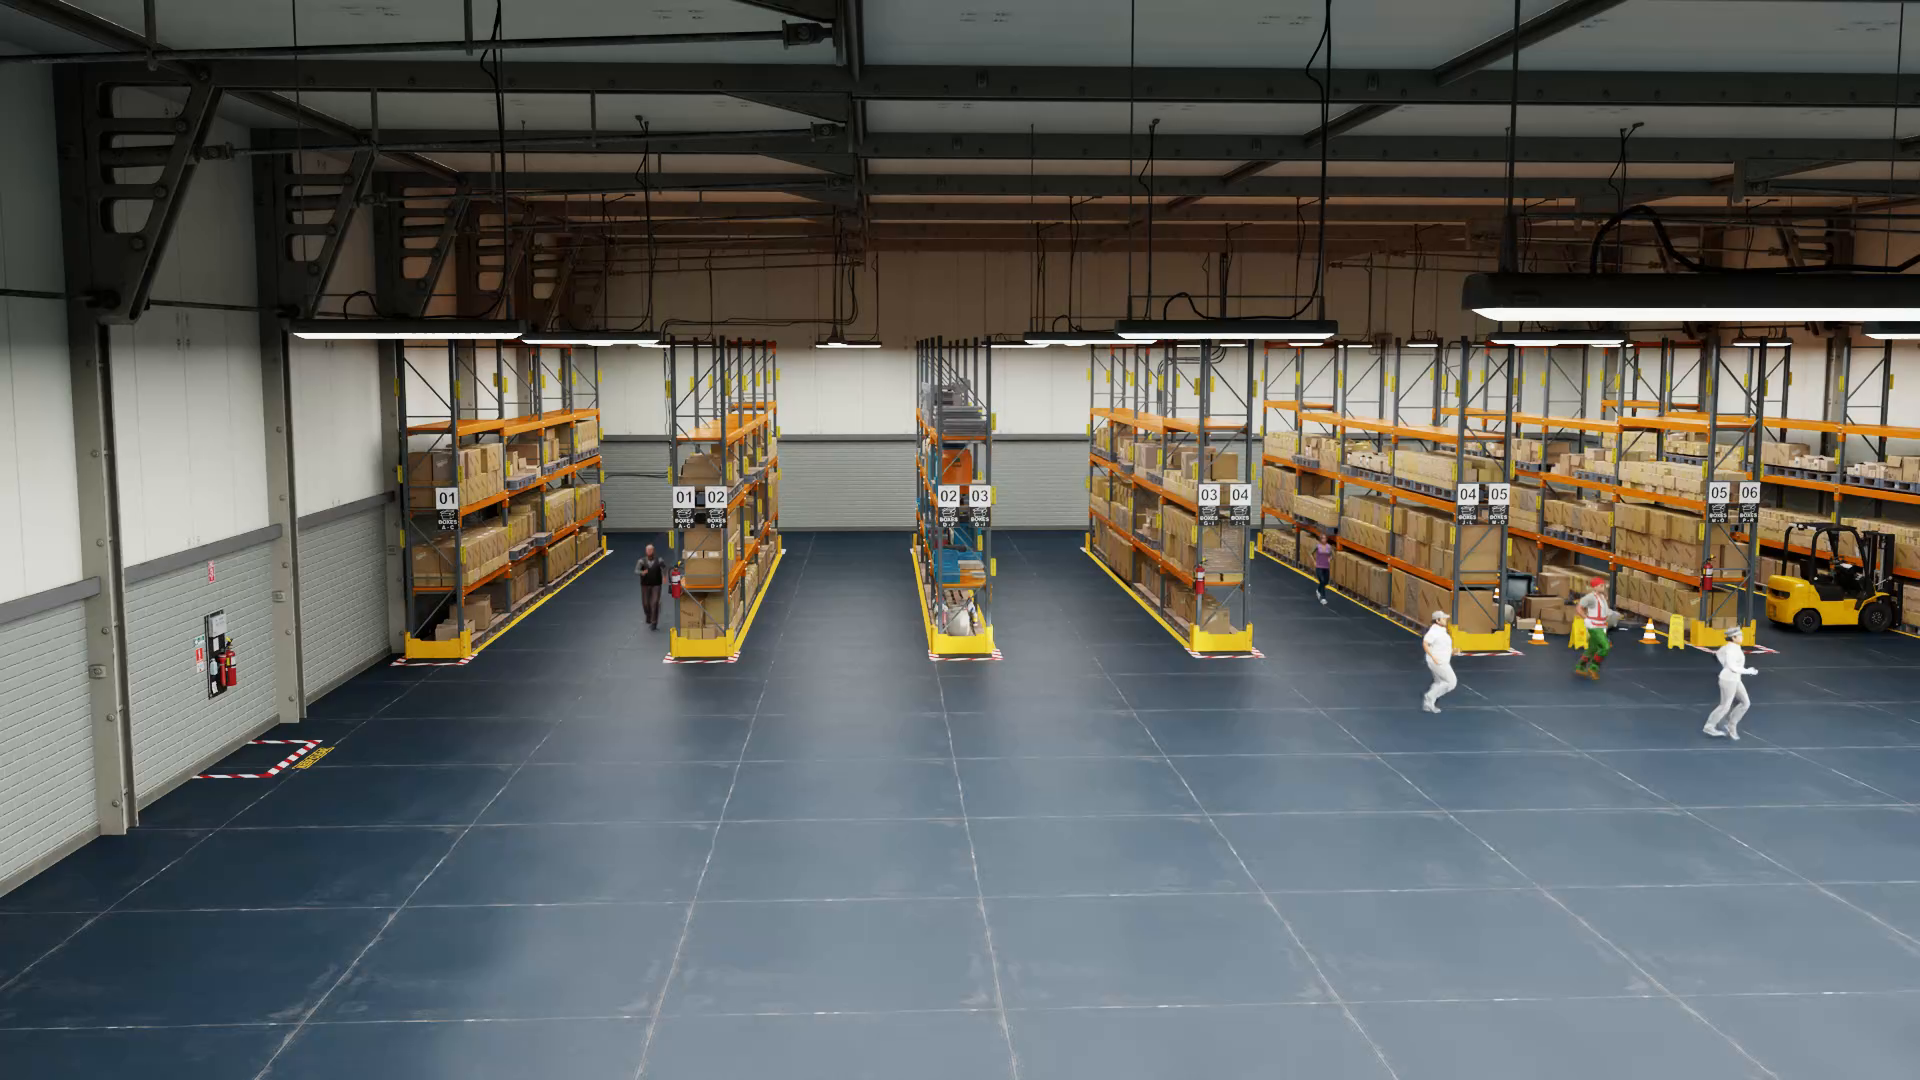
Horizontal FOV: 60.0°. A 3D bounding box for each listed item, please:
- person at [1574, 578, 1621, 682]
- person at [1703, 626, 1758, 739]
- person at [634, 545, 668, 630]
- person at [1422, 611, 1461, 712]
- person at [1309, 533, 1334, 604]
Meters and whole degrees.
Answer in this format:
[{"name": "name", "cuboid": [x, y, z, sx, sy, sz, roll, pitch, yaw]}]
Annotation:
[{"name": "person", "cuboid": [11.105, 1.557, 28.980, 0.726, 1.809, 0.632, 5, 8, 40]}, {"name": "person", "cuboid": [11.388, 2.122, 24.541, 0.696, 1.737, 0.625, 4, 8, 31]}, {"name": "person", "cuboid": [-6.373, 0.954, 34.304, 0.657, 1.707, 0.971, -1, 7, -6]}, {"name": "person", "cuboid": [7.612, 1.929, 26.285, 0.574, 1.626, 0.593, 2, 7, 21]}, {"name": "person", "cuboid": [8.249, 0.637, 37.878, 0.558, 1.584, 0.712, -1, 7, -8]}]
